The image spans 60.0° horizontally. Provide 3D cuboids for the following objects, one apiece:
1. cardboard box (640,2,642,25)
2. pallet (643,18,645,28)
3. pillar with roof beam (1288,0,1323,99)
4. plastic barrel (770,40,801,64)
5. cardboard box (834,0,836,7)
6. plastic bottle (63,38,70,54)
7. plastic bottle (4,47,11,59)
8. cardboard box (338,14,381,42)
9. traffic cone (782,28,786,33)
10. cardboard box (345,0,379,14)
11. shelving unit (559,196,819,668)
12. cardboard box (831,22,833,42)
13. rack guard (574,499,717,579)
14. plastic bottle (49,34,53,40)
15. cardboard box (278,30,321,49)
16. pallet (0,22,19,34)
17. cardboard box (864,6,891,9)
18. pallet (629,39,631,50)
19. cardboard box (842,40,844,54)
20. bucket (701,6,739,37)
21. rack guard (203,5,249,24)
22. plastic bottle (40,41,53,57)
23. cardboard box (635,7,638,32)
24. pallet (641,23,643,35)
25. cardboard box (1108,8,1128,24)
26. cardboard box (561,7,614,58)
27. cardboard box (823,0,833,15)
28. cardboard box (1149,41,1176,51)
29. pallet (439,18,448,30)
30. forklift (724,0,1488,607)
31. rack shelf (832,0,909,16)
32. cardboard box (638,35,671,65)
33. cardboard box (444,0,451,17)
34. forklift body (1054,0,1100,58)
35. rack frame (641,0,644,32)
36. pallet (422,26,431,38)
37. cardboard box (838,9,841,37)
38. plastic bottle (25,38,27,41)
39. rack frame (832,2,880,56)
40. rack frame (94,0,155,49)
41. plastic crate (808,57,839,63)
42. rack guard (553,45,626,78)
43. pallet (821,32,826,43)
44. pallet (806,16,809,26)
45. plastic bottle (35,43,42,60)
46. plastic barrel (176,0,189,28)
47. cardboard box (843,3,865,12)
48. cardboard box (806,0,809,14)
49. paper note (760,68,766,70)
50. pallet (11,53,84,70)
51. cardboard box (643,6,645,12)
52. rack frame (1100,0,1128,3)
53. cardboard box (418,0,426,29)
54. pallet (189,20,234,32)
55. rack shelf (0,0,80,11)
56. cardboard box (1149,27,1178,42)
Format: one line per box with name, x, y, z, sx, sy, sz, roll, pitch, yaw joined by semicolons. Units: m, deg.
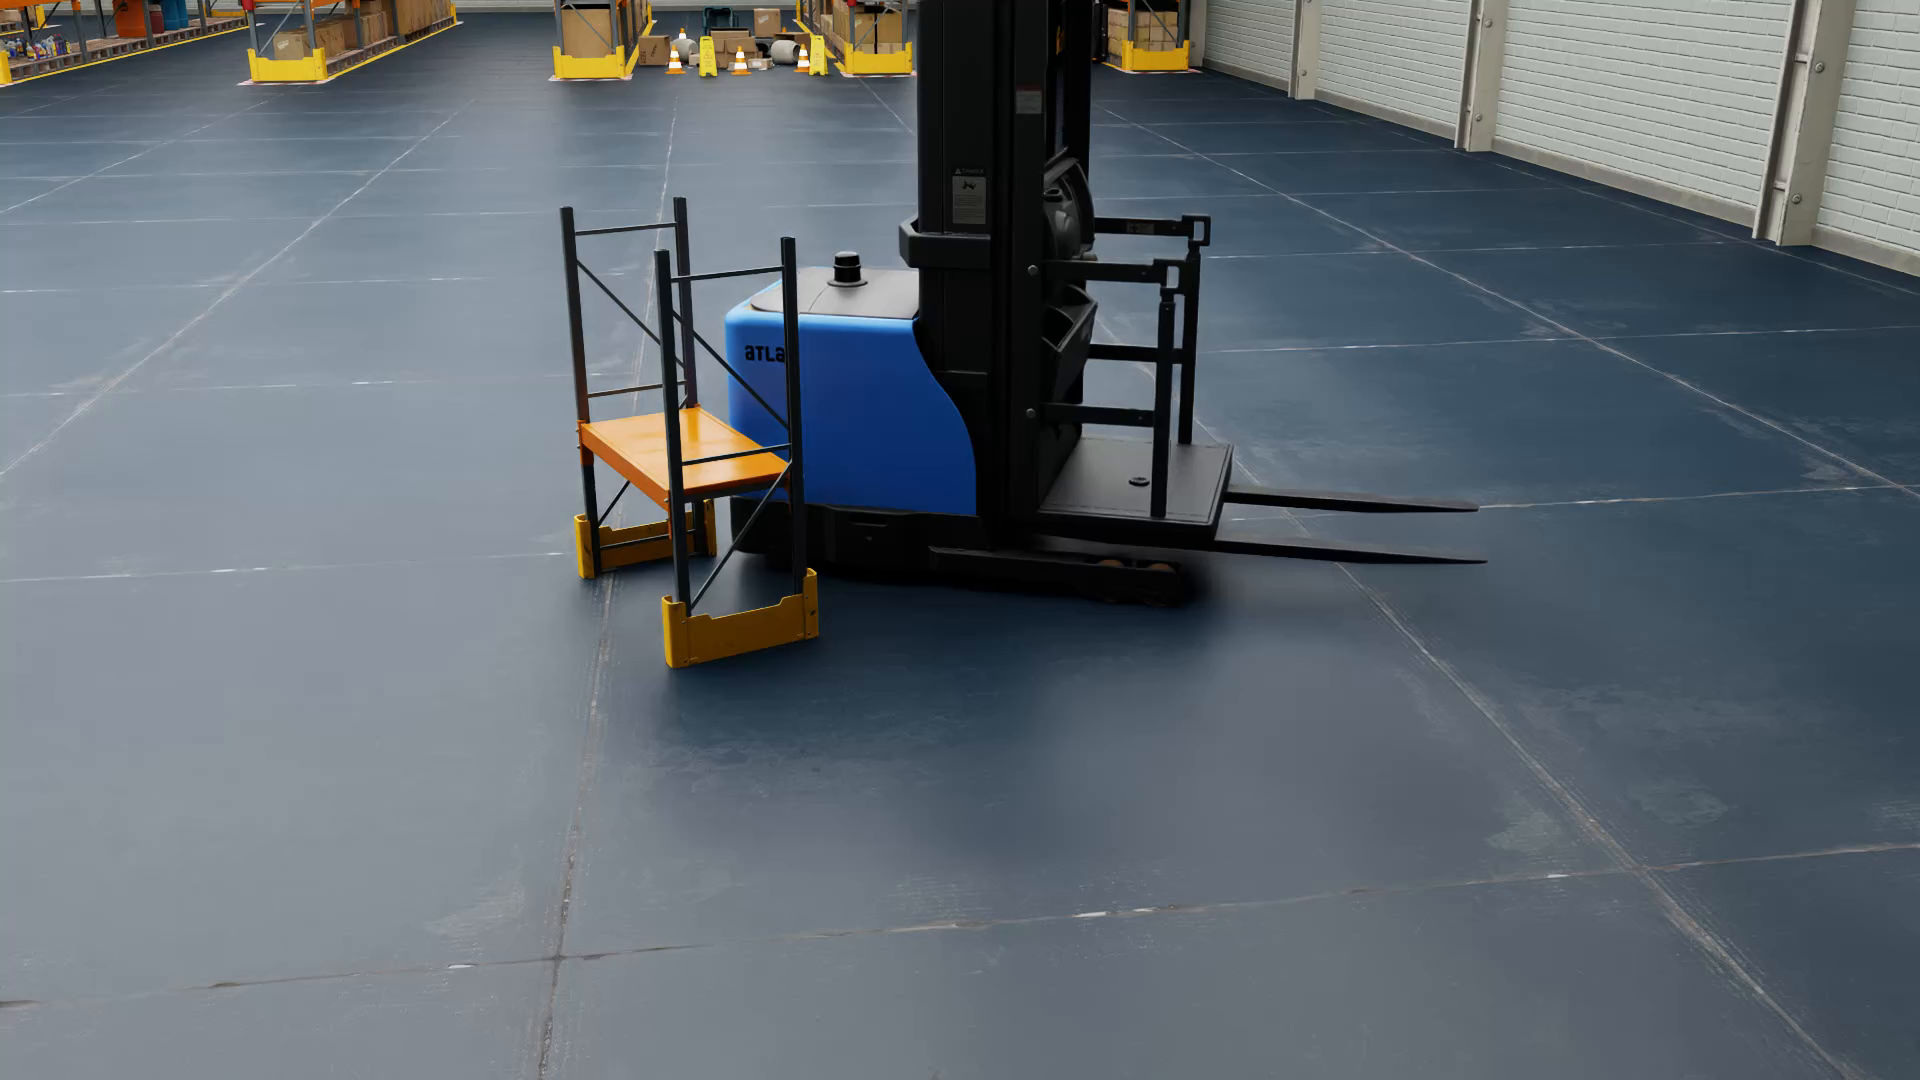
cardboard box;-7.675;-12.253;38.708;0.500;0.500;0.500;-3;21;-9
pallet;-8.342;-12.819;41.235;1.003;0.211;1.213;-3;21;-8
pillar with roof beam;0.890;-10.655;22.882;9.100;9.000;0.400;-3;21;-8
plastic barrel;-3.213;-9.033;30.795;0.512;0.421;0.421;12;24;30
cardboard box;-2.218;-10.285;31.798;0.380;0.149;0.250;-3;21;-7
plastic bottle;-16.306;-9.020;30.332;0.061;0.283;0.133;-2;21;-5
plastic bottle;-16.768;-8.575;29.259;0.097;0.201;0.097;0;20;0
cardboard box;-12.080;-10.288;33.417;0.700;0.500;0.500;-1;21;-3
traffic cone;-3.558;-10.156;33.747;0.336;0.463;0.334;-3;21;-8
cardboard box;-12.164;-10.844;33.834;0.500;0.250;0.500;-1;20;-2
shelving unit;-1.049;-0.453;6.287;0.587;1.500;1.083;-11;23;-28
cardboard box;-2.072;-10.133;33.214;0.950;0.372;0.625;-3;21;-7
rack guard;-1.299;-0.019;6.909;0.587;0.250;0.087;-11;23;-28
plastic bottle;-16.466;-8.985;30.144;0.144;0.351;0.185;-3;21;-8
cardboard box;-11.417;-8.549;28.791;0.500;0.500;0.500;2;21;6
pallet;-23.034;-12.112;39.344;1.003;0.211;1.213;-3;21;-8
cardboard box;-1.568;-9.878;31.635;0.500;0.500;0.500;-3;21;-7
pallet;-7.243;-10.081;33.907;1.003;0.211;1.213;-3;21;-8
cardboard box;-1.867;-8.955;30.236;0.500;0.250;0.500;-3;21;-8
bucket;-4.577;-9.949;32.072;0.726;0.611;0.620;4;11;11
rack guard;-18.448;-13.227;41.917;1.175;0.500;0.348;-3;21;-8
plastic bottle;-16.230;-8.723;29.548;0.152;0.276;0.135;-3;21;-7
cardboard box;-7.304;-11.369;36.342;0.500;0.500;0.500;-4;21;-10
pallet;-7.917;-11.895;38.763;1.003;0.211;1.213;-3;21;-8
cardboard box;2.957;-9.724;30.864;0.500;0.250;0.500;-3;21;-7
cardboard box;-6.464;-8.749;28.790;0.875;0.875;0.875;-3;21;-7
cardboard box;-2.588;-11.815;37.000;0.875;0.875;0.875;-3;21;-8
cardboard box;3.617;-8.941;30.197;0.500;0.250;0.500;-3;21;-8
pallet;-13.165;-12.640;40.757;1.003;0.211;1.213;-3;21;-8
forklift;0.620;-1.317;6.552;3.031;2.935;1.130;5;21;12
rack shelf;-1.706;-9.956;30.614;1.077;0.370;4.000;-3;21;-8
cardboard box;-5.638;-9.045;30.717;0.500;0.500;0.500;1;20;2
cardboard box;-13.359;-13.624;41.844;0.875;0.875;0.875;-3;21;-8
forklift body;1.415;-10.019;30.968;2.313;2.155;1.214;-3;21;-8
rack frame;-8.031;-13.471;38.996;1.000;3.000;0.127;-3;21;-8
pallet;-12.768;-11.686;38.203;1.003;0.211;1.213;-3;21;-8
cardboard box;-2.014;-9.663;31.060;0.500;0.500;0.500;-2;21;-5
plastic bottle;-16.911;-8.932;30.098;0.061;0.283;0.133;-3;21;-8
rack frame;-1.994;-10.986;32.342;1.000;3.000;0.127;-3;21;-8
rack frame;-17.278;-11.621;34.043;1.000;3.000;0.127;-3;21;-8
plastic crate;-2.579;-9.033;31.287;0.402;0.080;0.583;-11;23;-26
rack guard;-6.298;-8.137;28.287;1.175;0.500;0.348;-3;21;-8
pallet;-2.459;-10.794;35.814;1.003;0.211;1.213;-3;21;-8
pallet;-3.359;-13.140;42.095;1.003;0.211;1.213;-3;21;-8
plastic bottle;-16.128;-8.541;29.068;0.097;0.271;0.097;0;20;0
plastic barrel;-17.793;-12.030;37.538;0.600;0.901;0.708;-3;21;-8
cardboard box;-1.910;-9.552;29.836;0.380;0.149;0.250;-2;21;-6
cardboard box;-3.530;-13.913;43.243;0.875;0.438;0.875;-4;21;-10
paper note;-3.523;-8.437;29.761;0.148;0.019;0.142;-11;23;-26
pallet;-16.646;-8.695;30.195;1.003;0.211;1.213;-3;21;-8
cardboard box;-7.999;-13.146;41.175;0.380;0.149;0.250;-3;21;-7
rack frame;2.917;-11.237;33.016;1.000;3.000;0.127;-3;21;-8
cardboard box;-12.712;-11.927;37.300;1.225;0.875;0.875;-4;21;-10
pallet;-18.178;-12.376;40.049;1.003;0.211;1.213;-3;21;-8
rack shelf;-16.413;-9.207;28.607;1.077;0.370;4.000;-3;21;-8
cardboard box;3.632;-9.168;30.092;0.500;0.250;0.500;-3;21;-7
